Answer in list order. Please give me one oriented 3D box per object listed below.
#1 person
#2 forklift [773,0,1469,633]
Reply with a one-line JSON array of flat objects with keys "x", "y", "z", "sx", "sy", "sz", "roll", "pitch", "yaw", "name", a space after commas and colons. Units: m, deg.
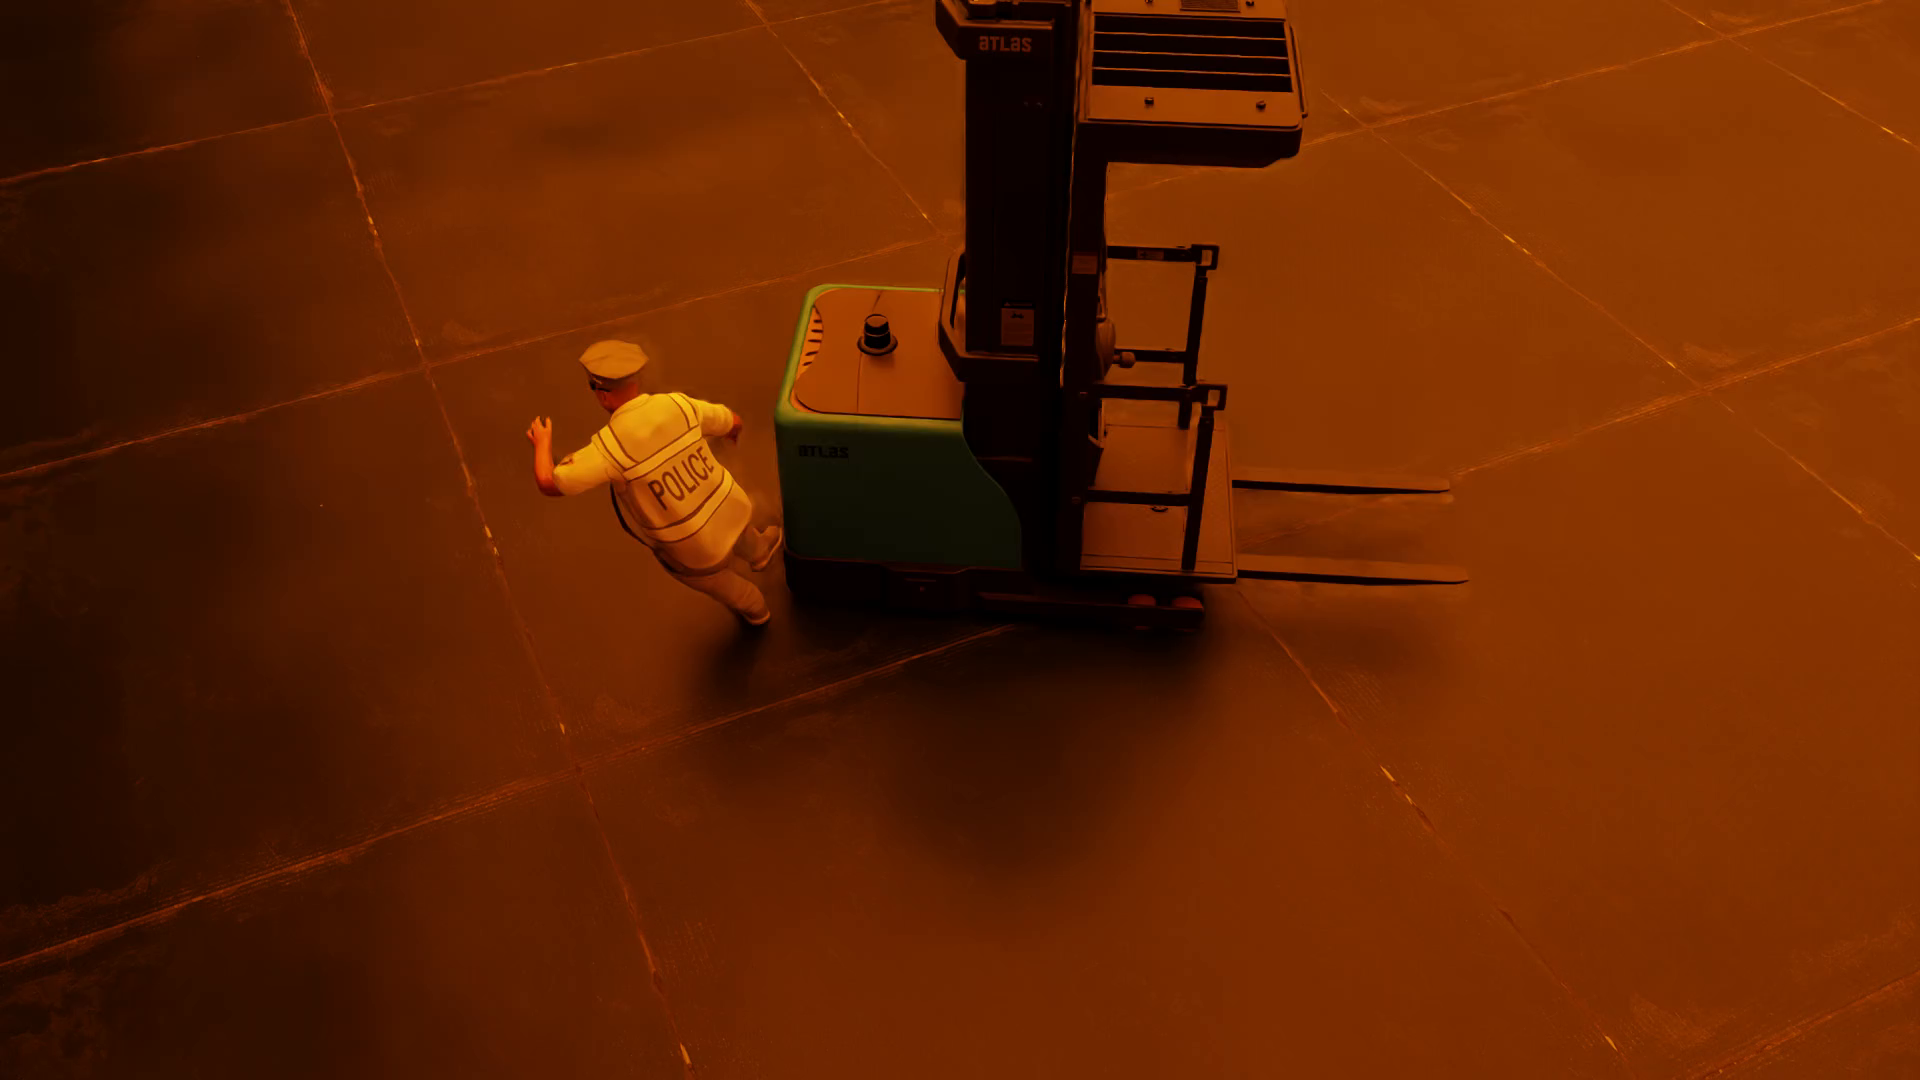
[{"x": -1.223, "y": -0.231, "z": 6.994, "sx": 0.951, "sy": 1.516, "sz": 1.080, "roll": 25, "pitch": 48, "yaw": 24, "name": "person"}, {"x": 0.758, "y": -1.041, "z": 6.795, "sx": 3.031, "sy": 2.935, "sz": 1.130, "roll": 3, "pitch": 43, "yaw": 3, "name": "forklift"}]
